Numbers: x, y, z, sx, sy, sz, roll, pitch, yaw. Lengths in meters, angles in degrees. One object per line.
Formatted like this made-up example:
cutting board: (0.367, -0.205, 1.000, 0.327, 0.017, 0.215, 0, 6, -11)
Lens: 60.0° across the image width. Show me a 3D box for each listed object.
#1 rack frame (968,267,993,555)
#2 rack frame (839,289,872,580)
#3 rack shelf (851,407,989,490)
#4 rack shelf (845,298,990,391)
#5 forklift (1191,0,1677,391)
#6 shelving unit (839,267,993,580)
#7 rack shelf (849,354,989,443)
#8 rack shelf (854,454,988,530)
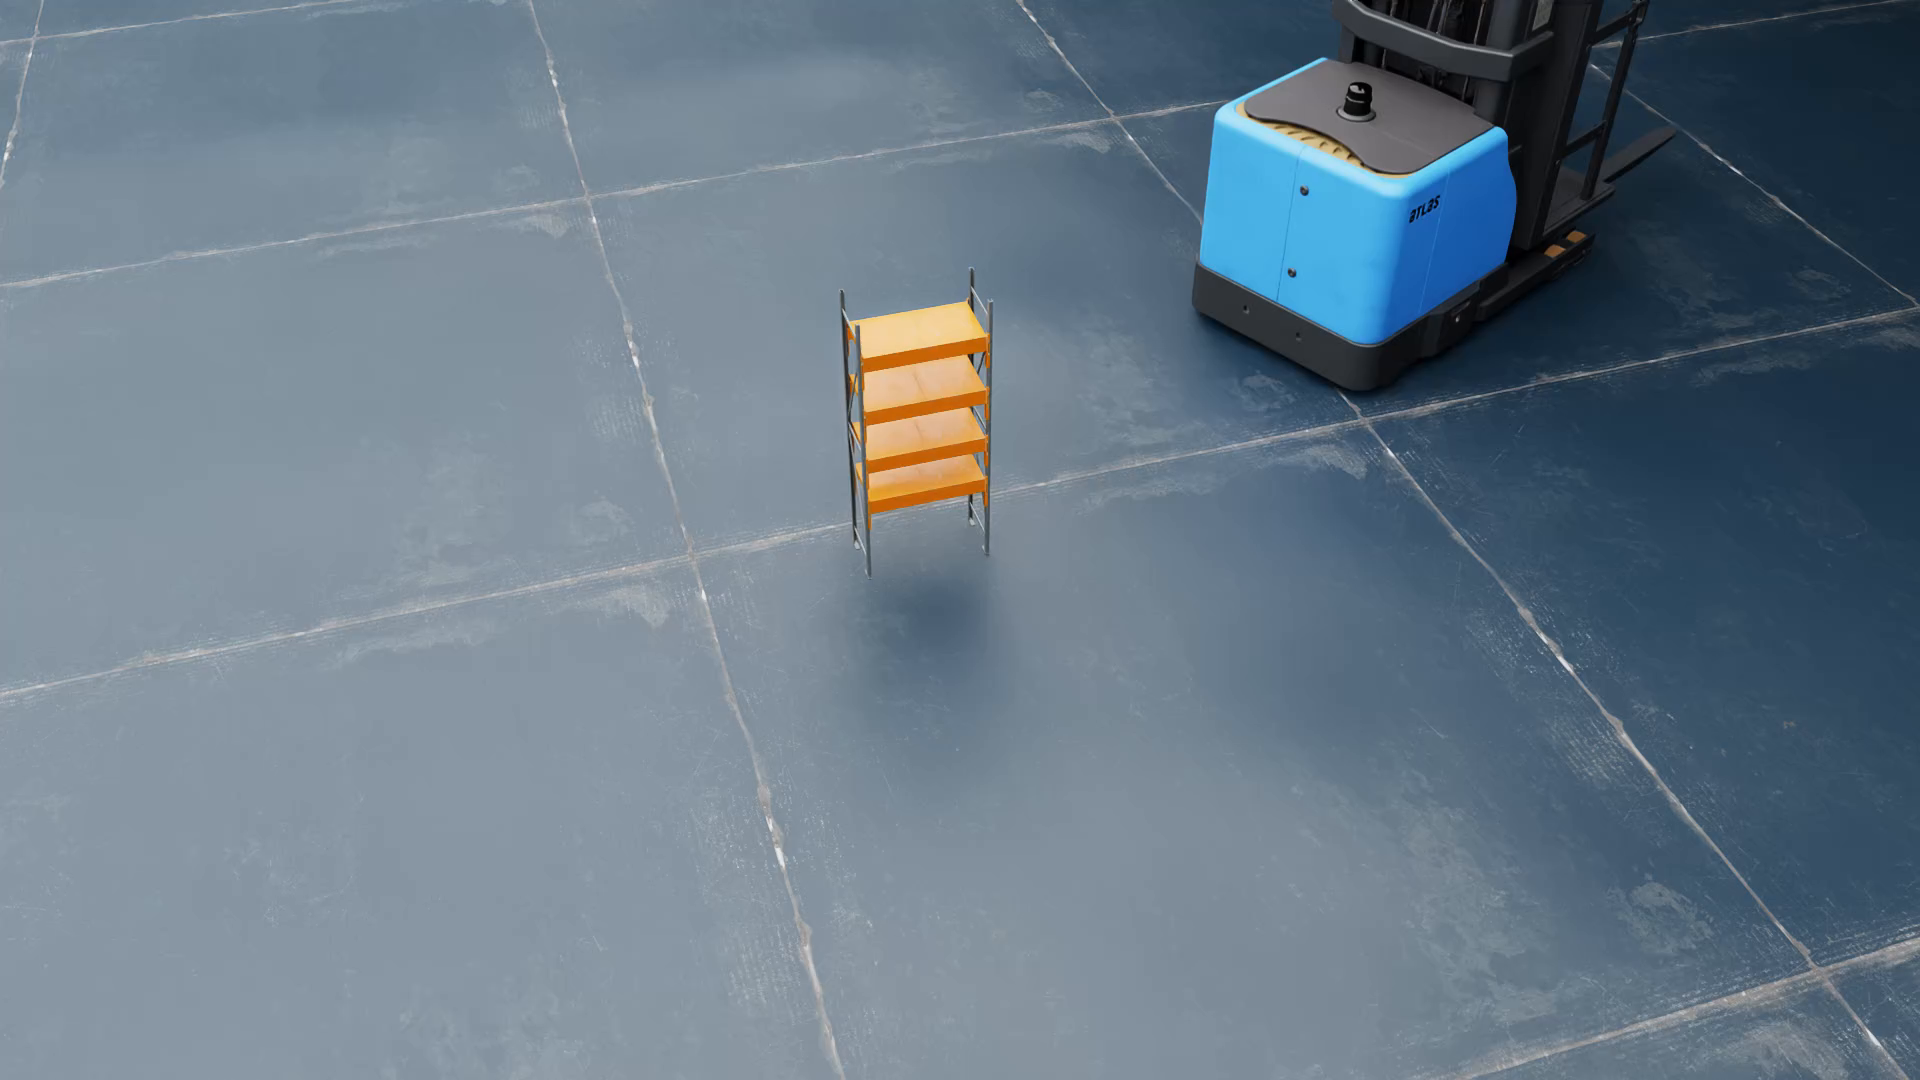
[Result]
rack frame: (0.075, -0.467, 6.373, 0.015, 1.200, 0.240, -12, 42, -13)
rack frame: (-0.391, -0.371, 6.263, 0.015, 1.200, 0.240, -12, 42, -13)
rack shelf: (-0.158, -0.368, 6.362, 0.480, 0.148, 0.258, -12, 42, -13)
rack shelf: (-0.158, -0.715, 6.059, 0.480, 0.148, 0.258, -12, 42, -13)
forklift: (2.523, -2.617, 7.517, 3.031, 2.935, 1.130, -32, 50, -31)
shelving unit: (-0.158, -0.419, 6.318, 0.503, 1.200, 0.258, -12, 42, -13)
rack shelf: (-0.158, -0.537, 6.215, 0.480, 0.148, 0.258, -12, 42, -13)
rack shelf: (-0.158, -0.219, 6.493, 0.480, 0.148, 0.258, -12, 42, -13)
